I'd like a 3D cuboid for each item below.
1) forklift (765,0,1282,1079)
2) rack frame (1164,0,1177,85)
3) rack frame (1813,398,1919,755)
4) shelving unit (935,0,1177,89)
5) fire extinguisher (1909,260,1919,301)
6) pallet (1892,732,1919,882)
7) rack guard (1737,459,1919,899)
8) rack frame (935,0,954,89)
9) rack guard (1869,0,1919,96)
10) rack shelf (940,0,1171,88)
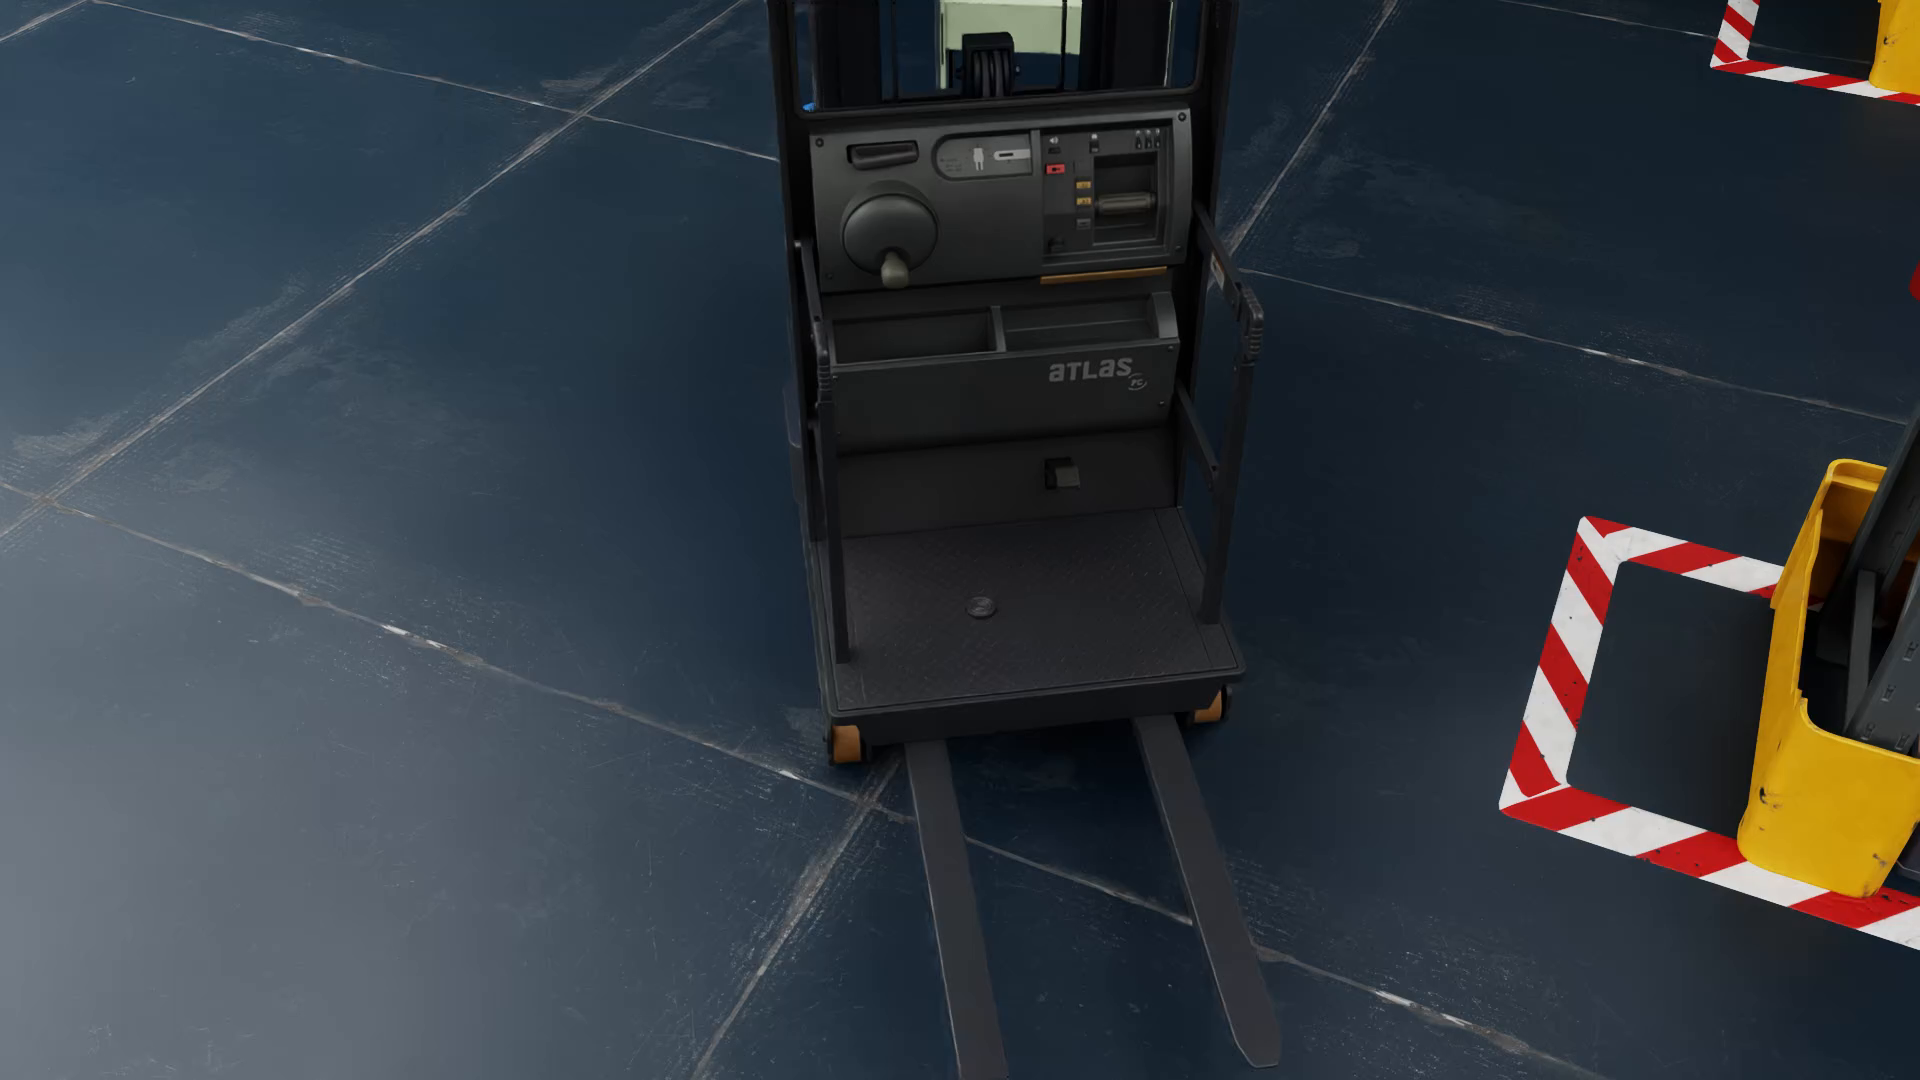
[{"bbox_3d":[0.140,-0.751,3.879,1.130,2.935,3.031,-6,41,-6],"label":"forklift"},{"bbox_3d":[0.680,-1.364,5.679,0.023,1.500,0.400,3,41,4],"label":"rack frame"},{"bbox_3d":[2.427,-0.601,3.653,0.127,3.000,1.000,17,44,19],"label":"rack frame"},{"bbox_3d":[0.315,-1.387,5.705,0.755,1.500,0.431,3,41,4],"label":"shelving unit"},{"bbox_3d":[2.516,-0.880,4.034,0.183,0.674,0.296,17,44,19],"label":"fire extinguisher"},{"bbox_3d":[3.138,0.640,4.350,1.213,0.211,1.003,17,44,19],"label":"pallet"},{"bbox_3d":[2.405,0.337,4.479,0.348,0.500,1.175,17,44,19],"label":"rack guard"},{"bbox_3d":[-0.049,-1.409,5.730,0.023,1.500,0.400,3,41,4],"label":"rack frame"},{"bbox_3d":[4.587,-2.576,7.841,0.348,0.500,1.175,17,44,19],"label":"rack guard"},{"bbox_3d":[0.315,-1.682,5.449,0.720,0.370,0.431,3,41,4],"label":"rack shelf"}]
